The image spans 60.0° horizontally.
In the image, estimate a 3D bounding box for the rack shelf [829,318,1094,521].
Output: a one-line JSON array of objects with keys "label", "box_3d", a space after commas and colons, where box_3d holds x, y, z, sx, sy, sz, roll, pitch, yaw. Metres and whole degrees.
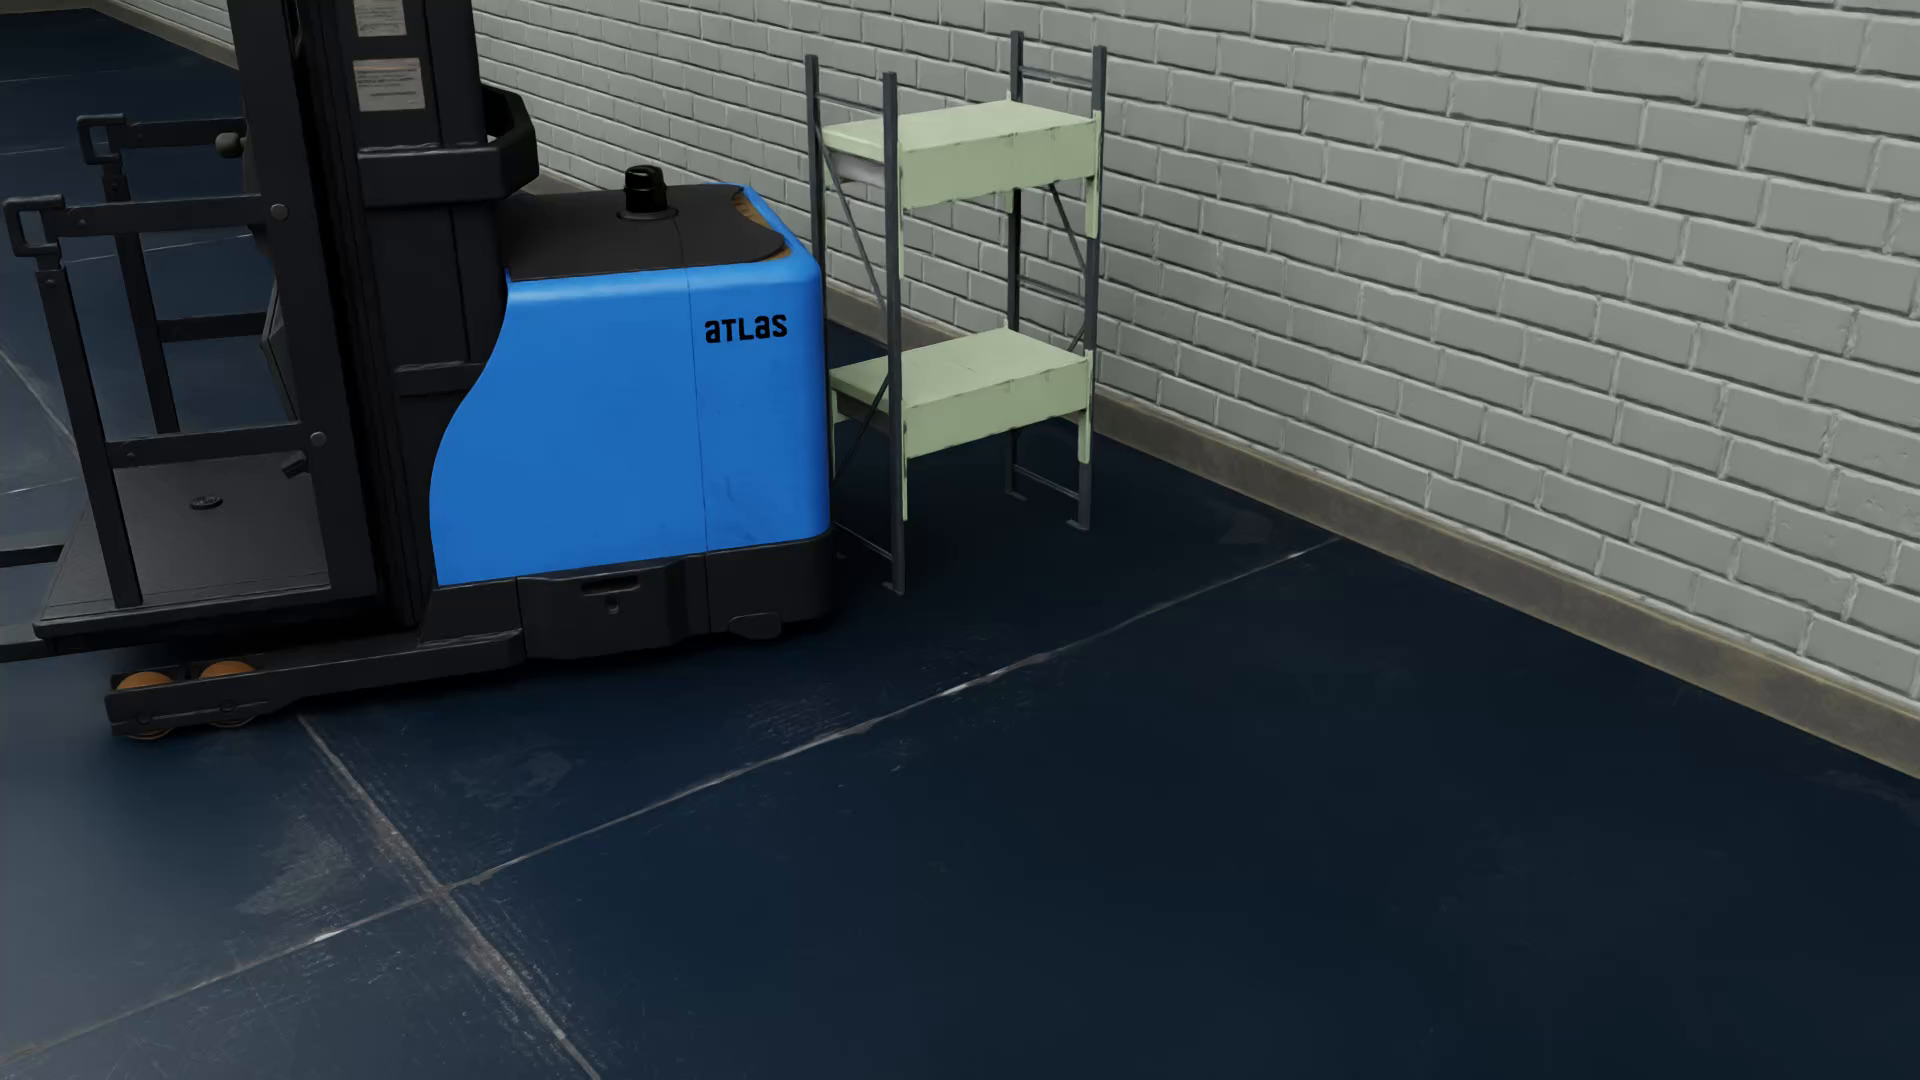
[{"label": "rack shelf", "box_3d": [-0.005, -0.383, 5.068, 0.720, 0.370, 0.431, -18, 31, -34]}]

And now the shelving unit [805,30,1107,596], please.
[{"label": "shelving unit", "box_3d": [-0.005, -0.679, 4.931, 0.755, 1.500, 0.431, -18, 31, -34]}]

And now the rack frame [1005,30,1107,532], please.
[{"label": "rack frame", "box_3d": [0.283, -0.774, 5.135, 0.023, 1.500, 0.400, -18, 31, -34]}]

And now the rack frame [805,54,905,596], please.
[{"label": "rack frame", "box_3d": [-0.293, -0.583, 4.726, 0.023, 1.500, 0.400, -18, 31, -34]}]

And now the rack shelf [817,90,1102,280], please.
[{"label": "rack shelf", "box_3d": [-0.005, -1.033, 4.766, 0.720, 0.370, 0.431, -18, 31, -34]}]

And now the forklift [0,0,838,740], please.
[{"label": "forklift", "box_3d": [-1.919, -1.077, 4.089, 3.031, 2.935, 1.130, -7, 26, -16]}]
